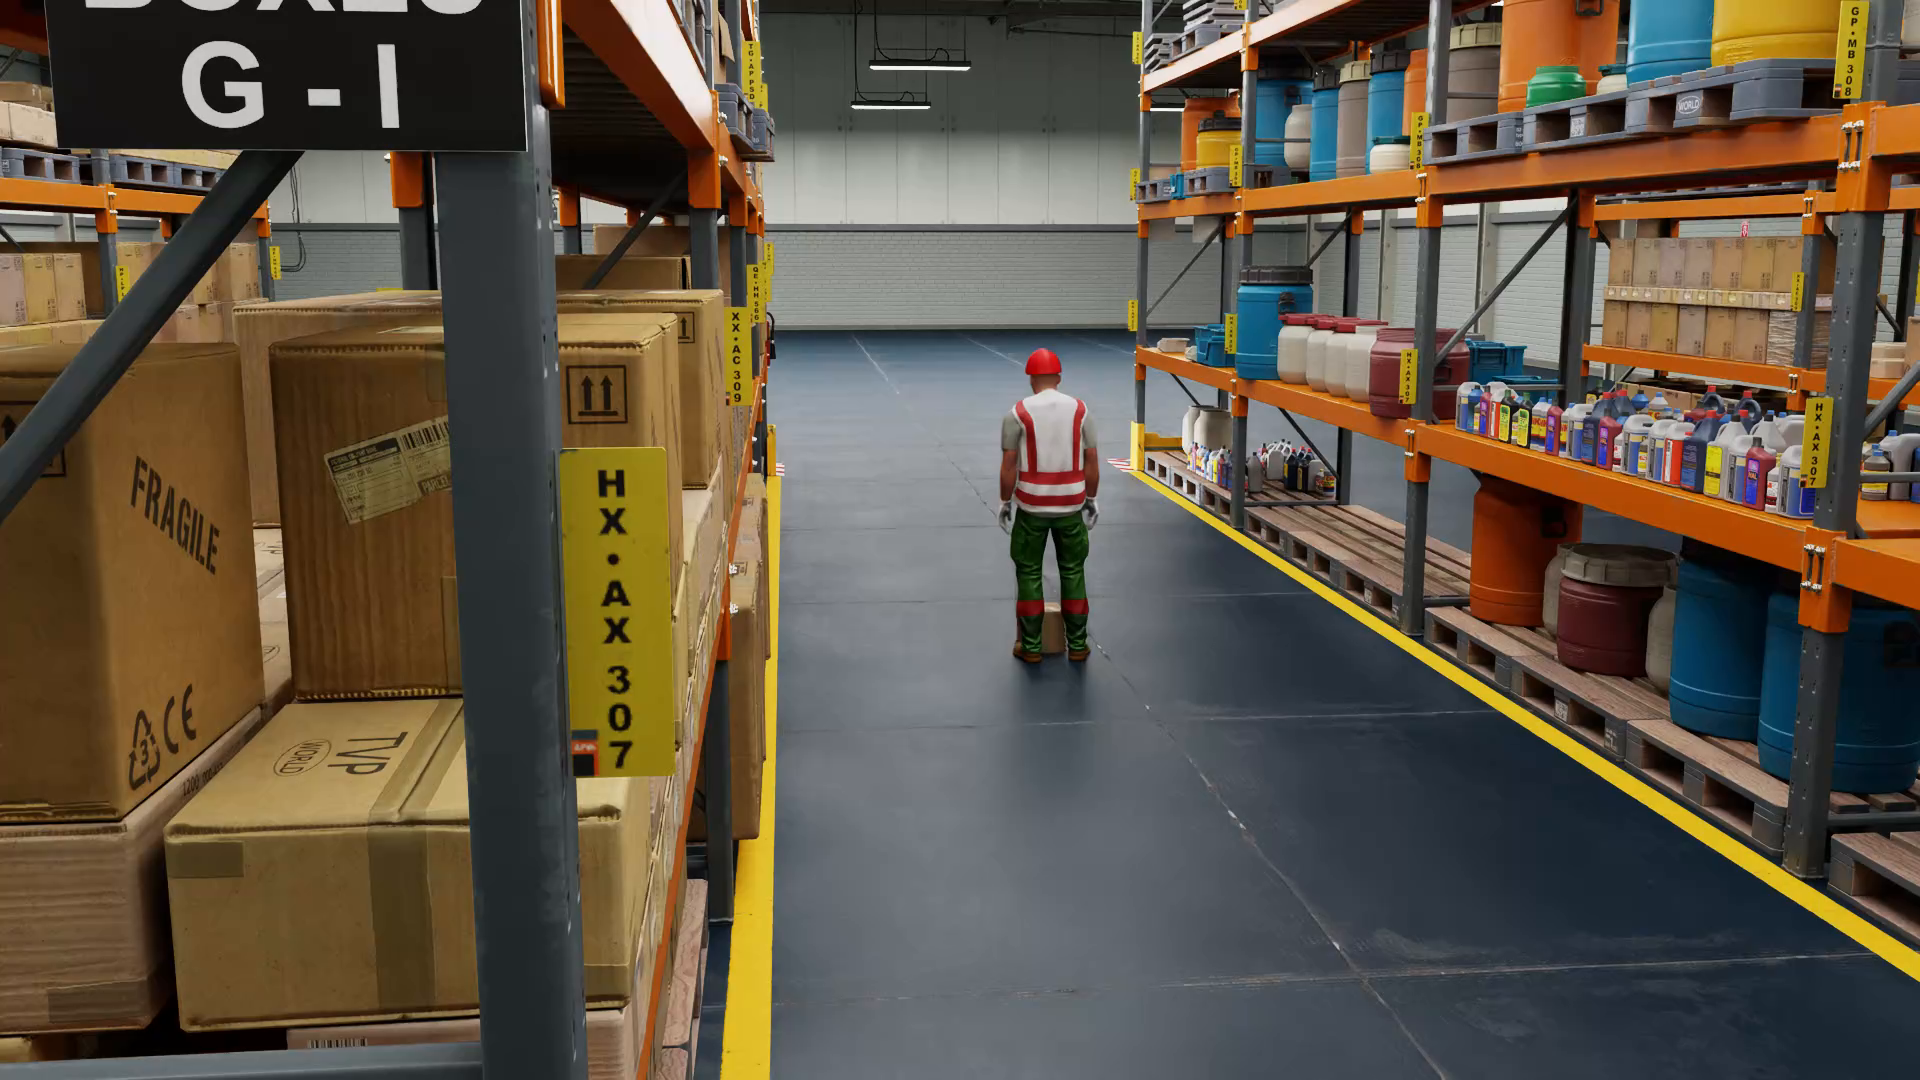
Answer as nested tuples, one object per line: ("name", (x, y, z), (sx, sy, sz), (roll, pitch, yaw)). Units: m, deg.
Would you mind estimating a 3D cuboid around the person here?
("person", (0.503, -0.192, 9.465), (0.597, 1.778, 0.450), (-1, 10, -8))
